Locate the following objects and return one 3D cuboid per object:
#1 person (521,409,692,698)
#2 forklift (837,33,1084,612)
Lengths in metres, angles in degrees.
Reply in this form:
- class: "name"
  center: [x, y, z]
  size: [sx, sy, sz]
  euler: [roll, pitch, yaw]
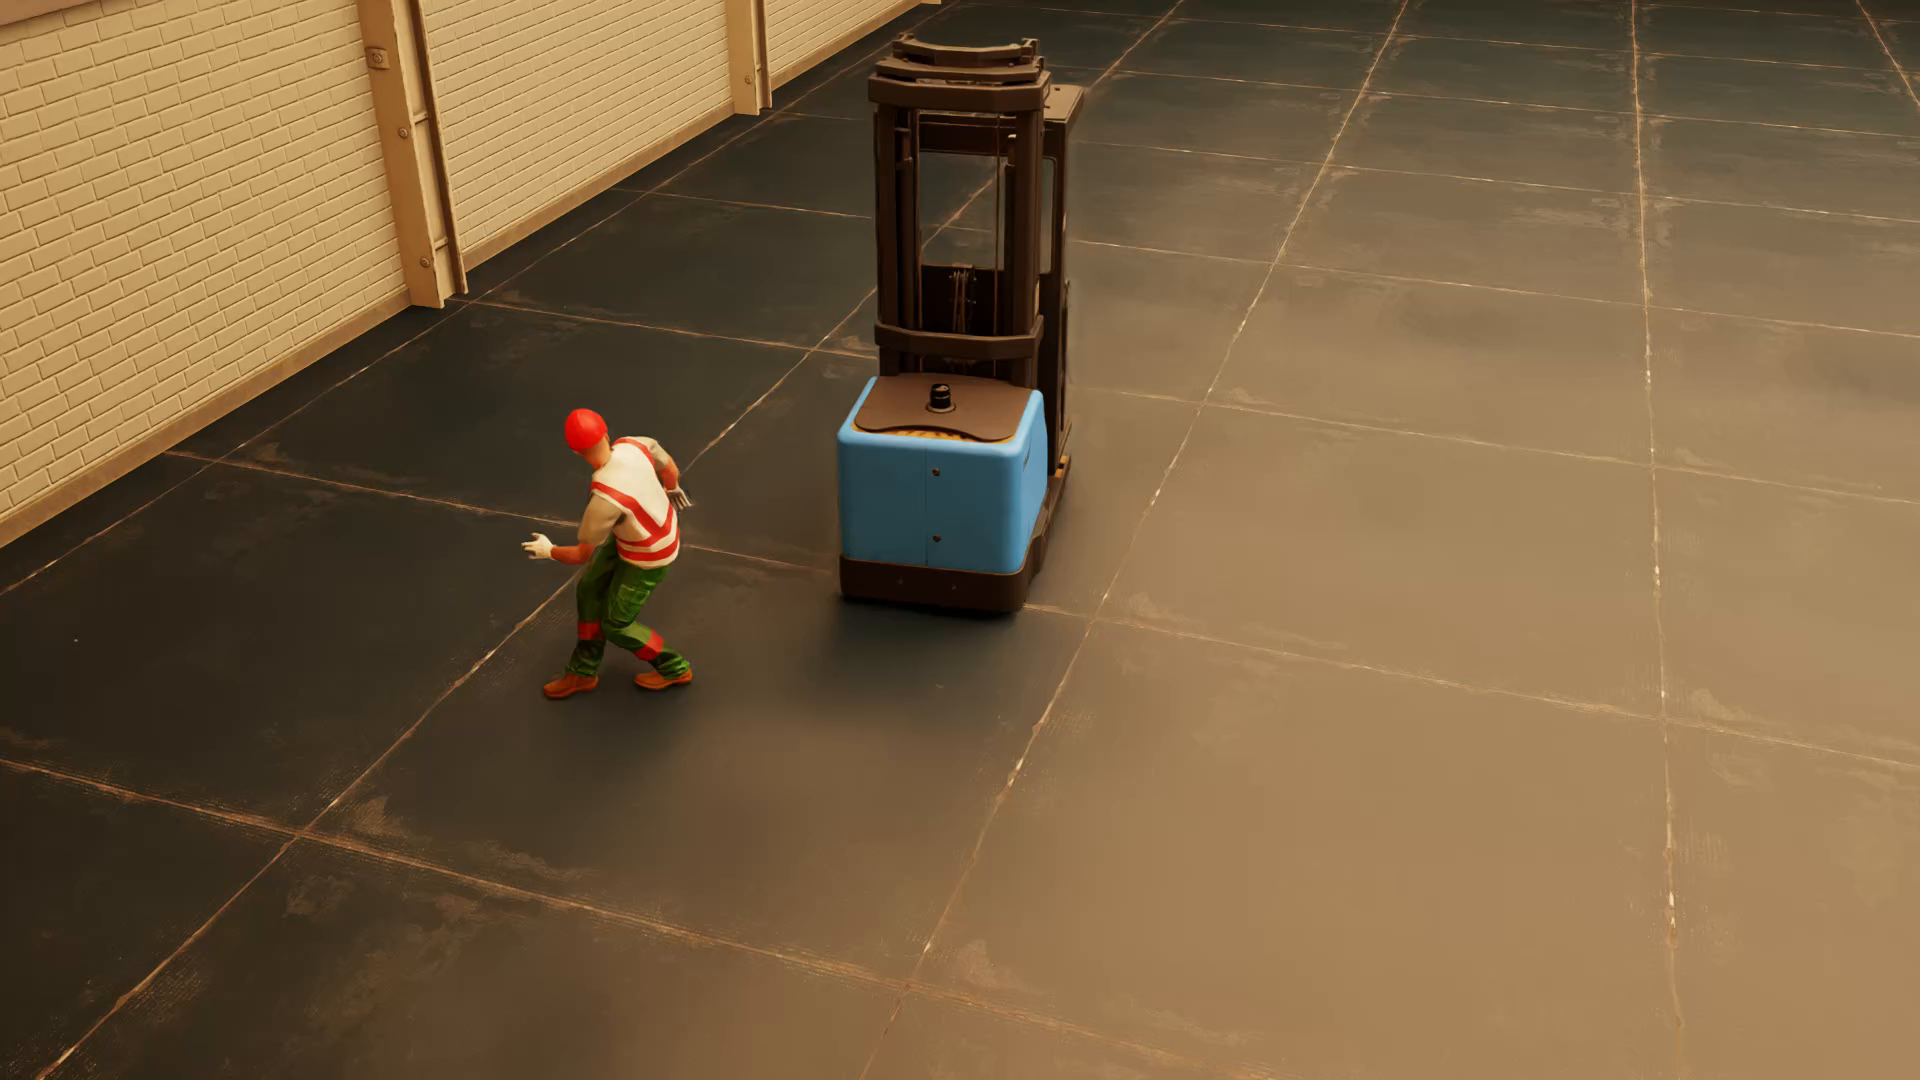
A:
- class: "person"
  center: [-1.795, 0.014, 8.456]
  size: [0.814, 1.610, 0.785]
  euler: [-2, 30, -4]
- class: "forklift"
  center: [0.107, -1.586, 9.919]
  size: [1.130, 2.935, 3.031]
  euler: [6, 30, 10]
